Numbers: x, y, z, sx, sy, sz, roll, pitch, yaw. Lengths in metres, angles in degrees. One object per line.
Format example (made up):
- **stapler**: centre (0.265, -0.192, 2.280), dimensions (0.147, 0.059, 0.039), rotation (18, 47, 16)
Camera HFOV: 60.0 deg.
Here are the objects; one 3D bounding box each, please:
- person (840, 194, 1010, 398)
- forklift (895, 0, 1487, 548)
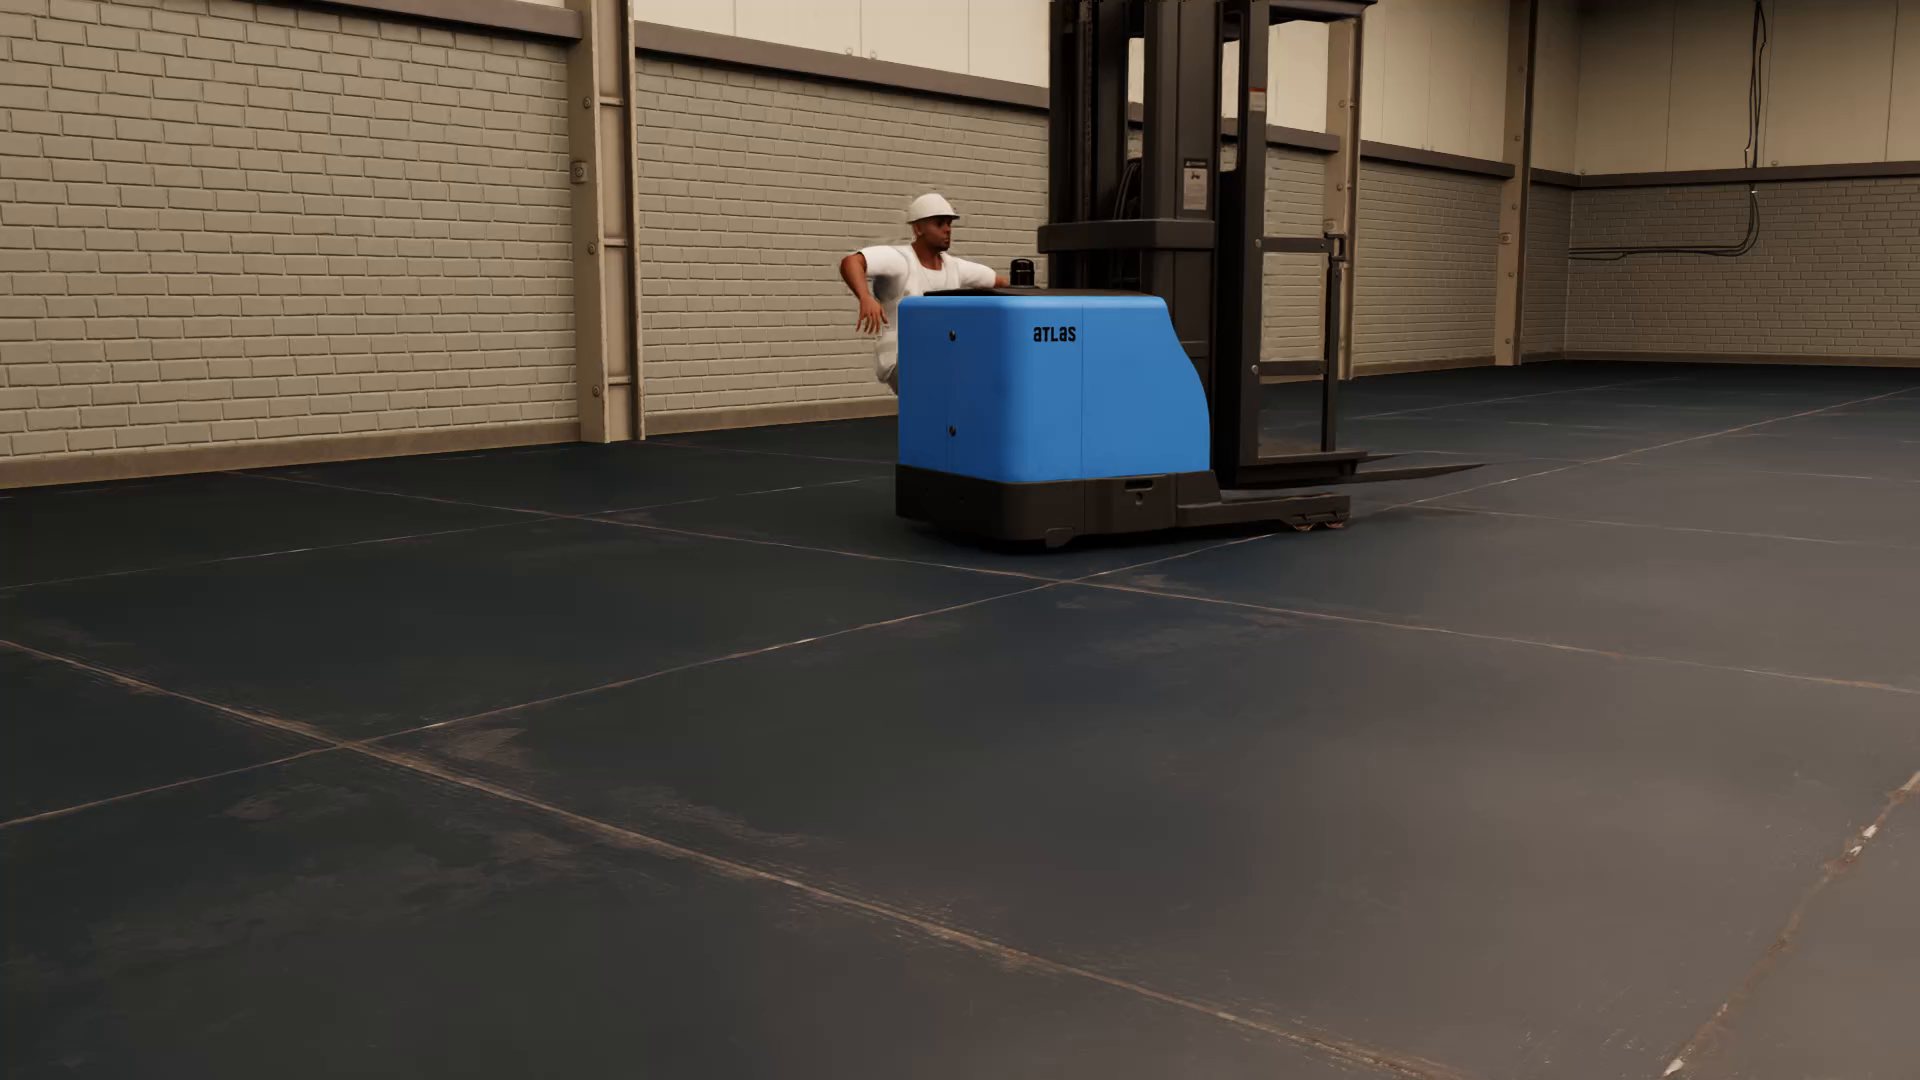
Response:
- **person**: centre (-0.021, -0.900, 7.952), dimensions (1.186, 1.500, 0.842), rotation (-8, 12, -43)
- **forklift**: centre (1.232, -1.548, 7.859), dimensions (3.031, 2.935, 1.130), rotation (-5, 10, -30)
